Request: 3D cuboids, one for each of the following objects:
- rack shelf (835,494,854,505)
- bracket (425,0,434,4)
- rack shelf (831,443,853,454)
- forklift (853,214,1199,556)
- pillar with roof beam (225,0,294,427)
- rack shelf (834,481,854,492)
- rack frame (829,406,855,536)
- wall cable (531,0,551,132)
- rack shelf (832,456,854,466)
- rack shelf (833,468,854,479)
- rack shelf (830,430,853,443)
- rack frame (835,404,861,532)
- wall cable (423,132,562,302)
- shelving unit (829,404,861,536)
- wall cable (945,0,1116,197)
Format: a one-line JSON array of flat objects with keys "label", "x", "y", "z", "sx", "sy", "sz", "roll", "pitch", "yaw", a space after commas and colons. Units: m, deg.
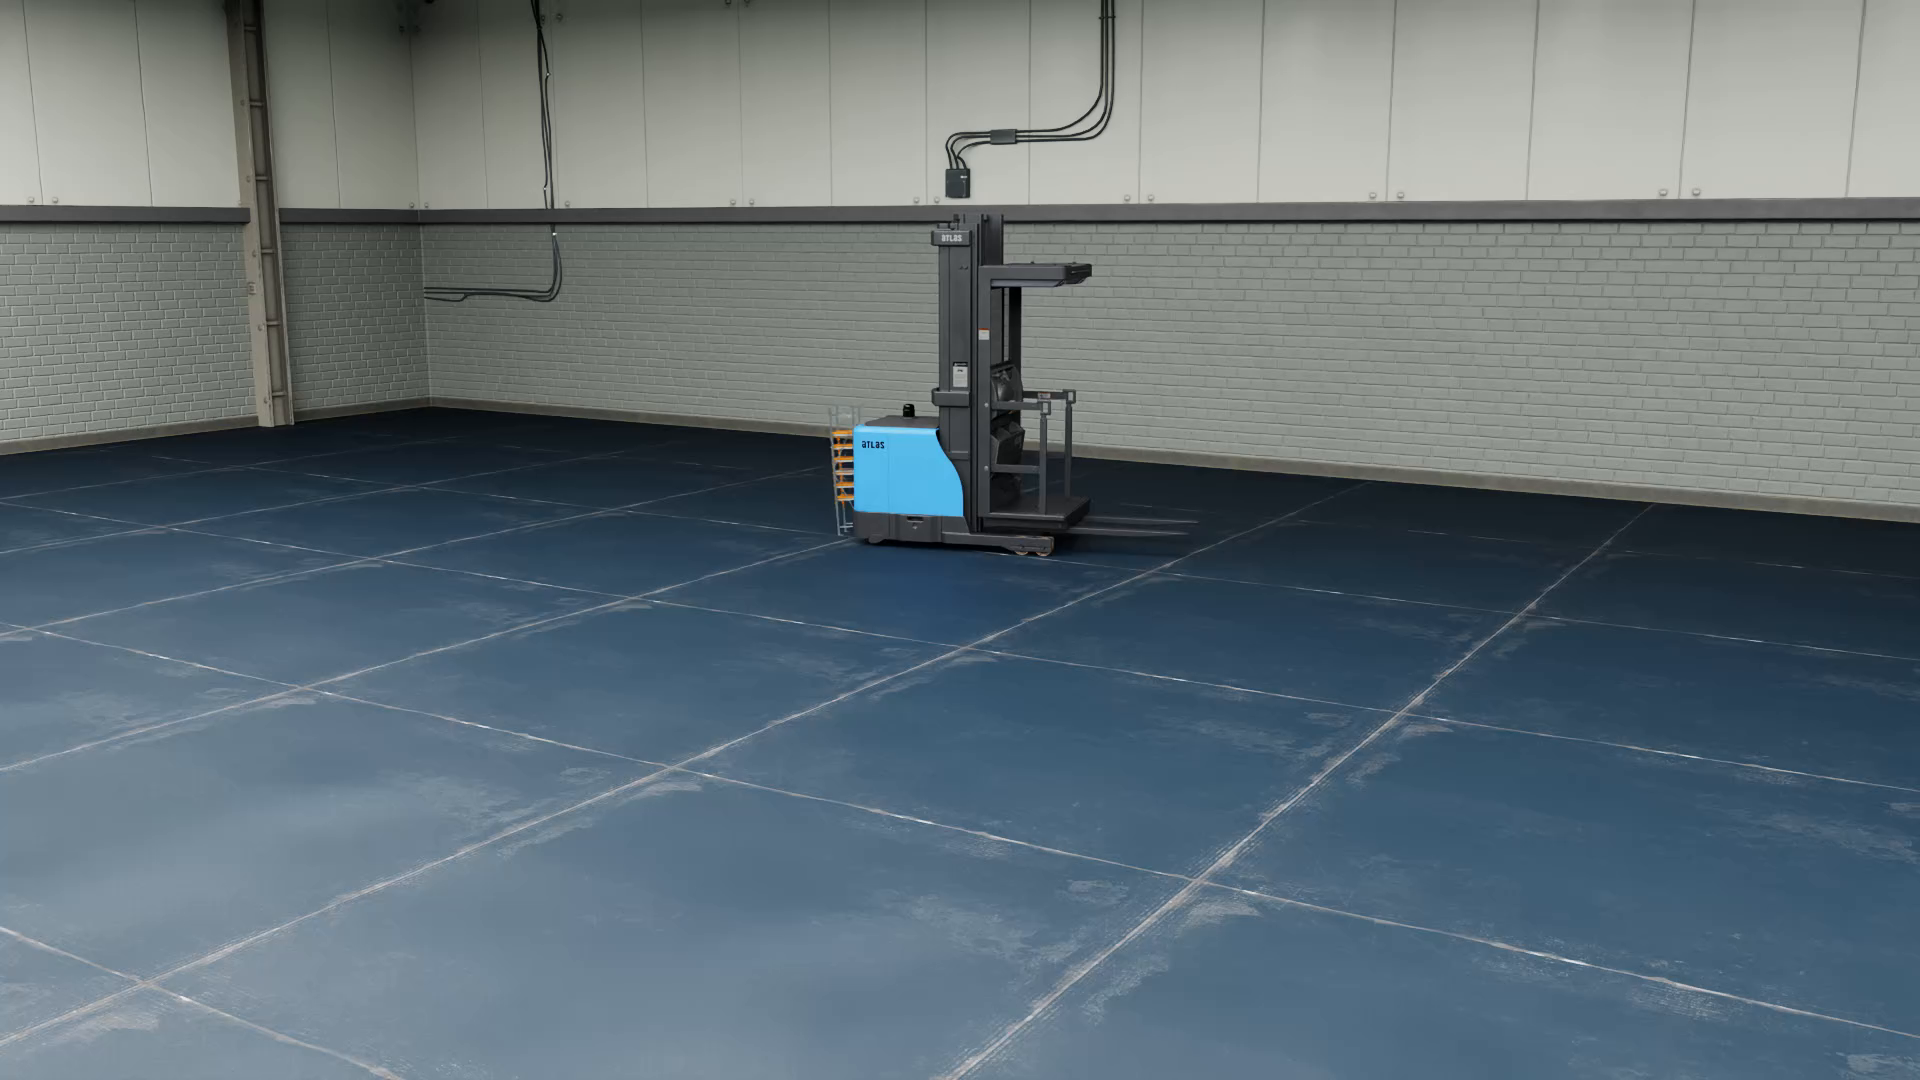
[{"label": "rack shelf", "x": -1.012, "y": -0.369, "z": 15.462, "sx": 0.258, "sy": 0.103, "sz": 0.180, "roll": -1, "pitch": 10, "yaw": 15}, {"label": "bracket", "x": -8.198, "y": -8.270, "z": 25.189, "sx": 0.235, "sy": 0.232, "sz": 0.430, "roll": 6, "pitch": 12, "yaw": 31}, {"label": "rack shelf", "x": -1.042, "y": -0.842, "z": 15.382, "sx": 0.258, "sy": 0.103, "sz": 0.180, "roll": -1, "pitch": 10, "yaw": 15}, {"label": "forklift", "x": 0.605, "y": -1.408, "z": 14.805, "sx": 3.031, "sy": 2.935, "sz": 1.130, "roll": 3, "pitch": 11, "yaw": 16}, {"label": "pillar with roof beam", "x": -6.268, "y": -5.685, "z": 21.164, "sx": 9.100, "sy": 9.000, "sz": 0.400, "roll": 6, "pitch": 12, "yaw": 31}, {"label": "rack shelf", "x": -1.020, "y": -0.488, "z": 15.442, "sx": 0.258, "sy": 0.103, "sz": 0.180, "roll": -1, "pitch": 10, "yaw": 15}, {"label": "rack frame", "x": -1.054, "y": -0.633, "z": 15.328, "sx": 0.240, "sy": 1.200, "sz": 0.006, "roll": -1, "pitch": 10, "yaw": 15}, {"label": "wall cable", "x": -4.975, "y": -7.131, "z": 23.602, "sx": 3.097, "sy": 2.526, "sz": 0.112, "roll": 6, "pitch": 12, "yaw": 31}, {"label": "rack shelf", "x": -1.034, "y": -0.724, "z": 15.402, "sx": 0.258, "sy": 0.103, "sz": 0.180, "roll": -1, "pitch": 10, "yaw": 15}, {"label": "rack shelf", "x": -1.027, "y": -0.606, "z": 15.422, "sx": 0.258, "sy": 0.103, "sz": 0.180, "roll": -1, "pitch": 10, "yaw": 15}, {"label": "rack shelf", "x": -1.049, "y": -0.960, "z": 15.362, "sx": 0.258, "sy": 0.103, "sz": 0.180, "roll": -1, "pitch": 10, "yaw": 15}, {"label": "rack frame", "x": -1.006, "y": -0.666, "z": 15.502, "sx": 0.240, "sy": 1.200, "sz": 0.006, "roll": -1, "pitch": 10, "yaw": 15}, {"label": "wall cable", "x": -7.287, "y": -4.907, "z": 25.447, "sx": 3.097, "sy": 2.526, "sz": 0.112, "roll": 6, "pitch": 12, "yaw": 31}, {"label": "shelving unit", "x": -1.030, "y": -0.649, "z": 15.415, "sx": 0.258, "sy": 1.200, "sz": 0.189, "roll": -1, "pitch": 10, "yaw": 15}, {"label": "wall cable", "x": 0.818, "y": -7.196, "z": 19.991, "sx": 2.305, "sy": 6.003, "sz": 0.169, "roll": 6, "pitch": 12, "yaw": 31}]
